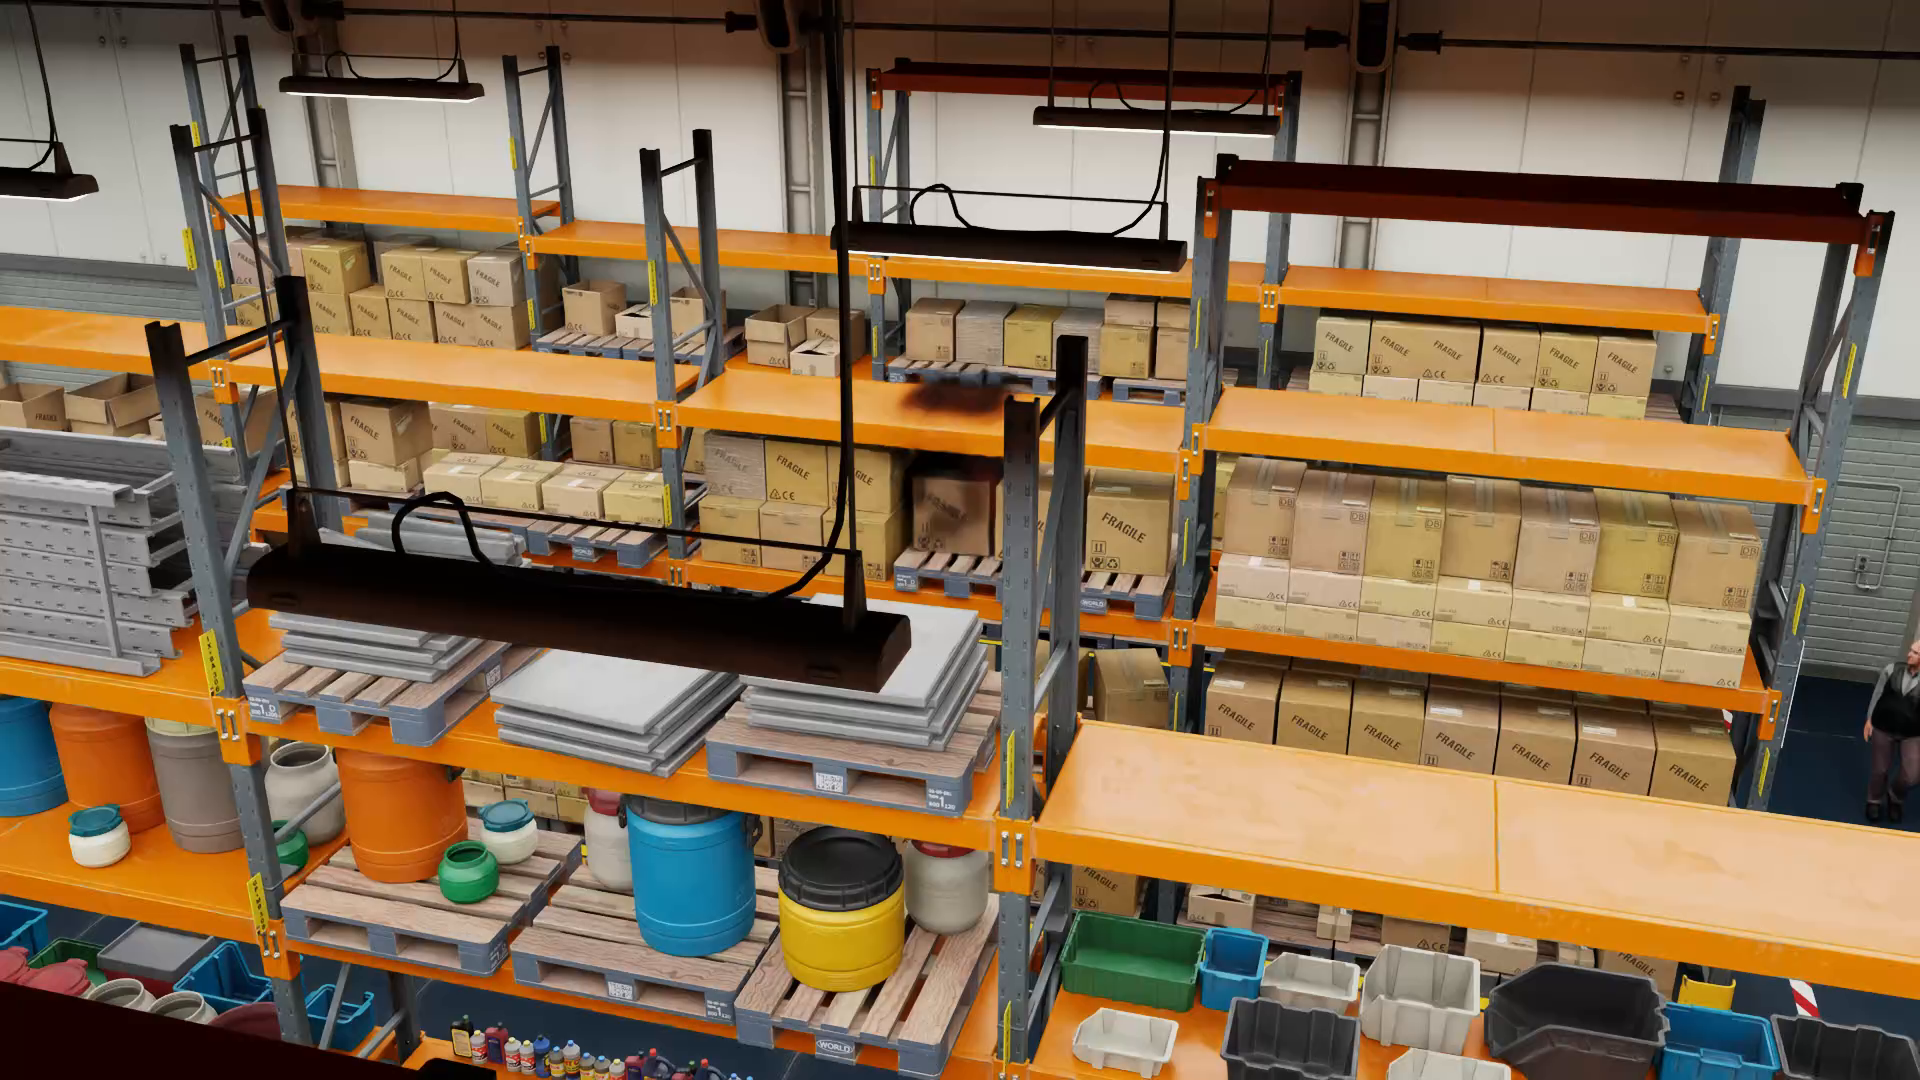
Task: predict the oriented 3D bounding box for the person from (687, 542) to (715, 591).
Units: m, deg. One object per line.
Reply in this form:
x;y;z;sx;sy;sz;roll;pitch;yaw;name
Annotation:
-2.670;0.746;16.766;0.504;1.706;0.474;-16;28;-34;person

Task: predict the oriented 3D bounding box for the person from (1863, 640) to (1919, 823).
8.176;1.681;14.462;0.560;1.714;0.493;10;25;23;person
